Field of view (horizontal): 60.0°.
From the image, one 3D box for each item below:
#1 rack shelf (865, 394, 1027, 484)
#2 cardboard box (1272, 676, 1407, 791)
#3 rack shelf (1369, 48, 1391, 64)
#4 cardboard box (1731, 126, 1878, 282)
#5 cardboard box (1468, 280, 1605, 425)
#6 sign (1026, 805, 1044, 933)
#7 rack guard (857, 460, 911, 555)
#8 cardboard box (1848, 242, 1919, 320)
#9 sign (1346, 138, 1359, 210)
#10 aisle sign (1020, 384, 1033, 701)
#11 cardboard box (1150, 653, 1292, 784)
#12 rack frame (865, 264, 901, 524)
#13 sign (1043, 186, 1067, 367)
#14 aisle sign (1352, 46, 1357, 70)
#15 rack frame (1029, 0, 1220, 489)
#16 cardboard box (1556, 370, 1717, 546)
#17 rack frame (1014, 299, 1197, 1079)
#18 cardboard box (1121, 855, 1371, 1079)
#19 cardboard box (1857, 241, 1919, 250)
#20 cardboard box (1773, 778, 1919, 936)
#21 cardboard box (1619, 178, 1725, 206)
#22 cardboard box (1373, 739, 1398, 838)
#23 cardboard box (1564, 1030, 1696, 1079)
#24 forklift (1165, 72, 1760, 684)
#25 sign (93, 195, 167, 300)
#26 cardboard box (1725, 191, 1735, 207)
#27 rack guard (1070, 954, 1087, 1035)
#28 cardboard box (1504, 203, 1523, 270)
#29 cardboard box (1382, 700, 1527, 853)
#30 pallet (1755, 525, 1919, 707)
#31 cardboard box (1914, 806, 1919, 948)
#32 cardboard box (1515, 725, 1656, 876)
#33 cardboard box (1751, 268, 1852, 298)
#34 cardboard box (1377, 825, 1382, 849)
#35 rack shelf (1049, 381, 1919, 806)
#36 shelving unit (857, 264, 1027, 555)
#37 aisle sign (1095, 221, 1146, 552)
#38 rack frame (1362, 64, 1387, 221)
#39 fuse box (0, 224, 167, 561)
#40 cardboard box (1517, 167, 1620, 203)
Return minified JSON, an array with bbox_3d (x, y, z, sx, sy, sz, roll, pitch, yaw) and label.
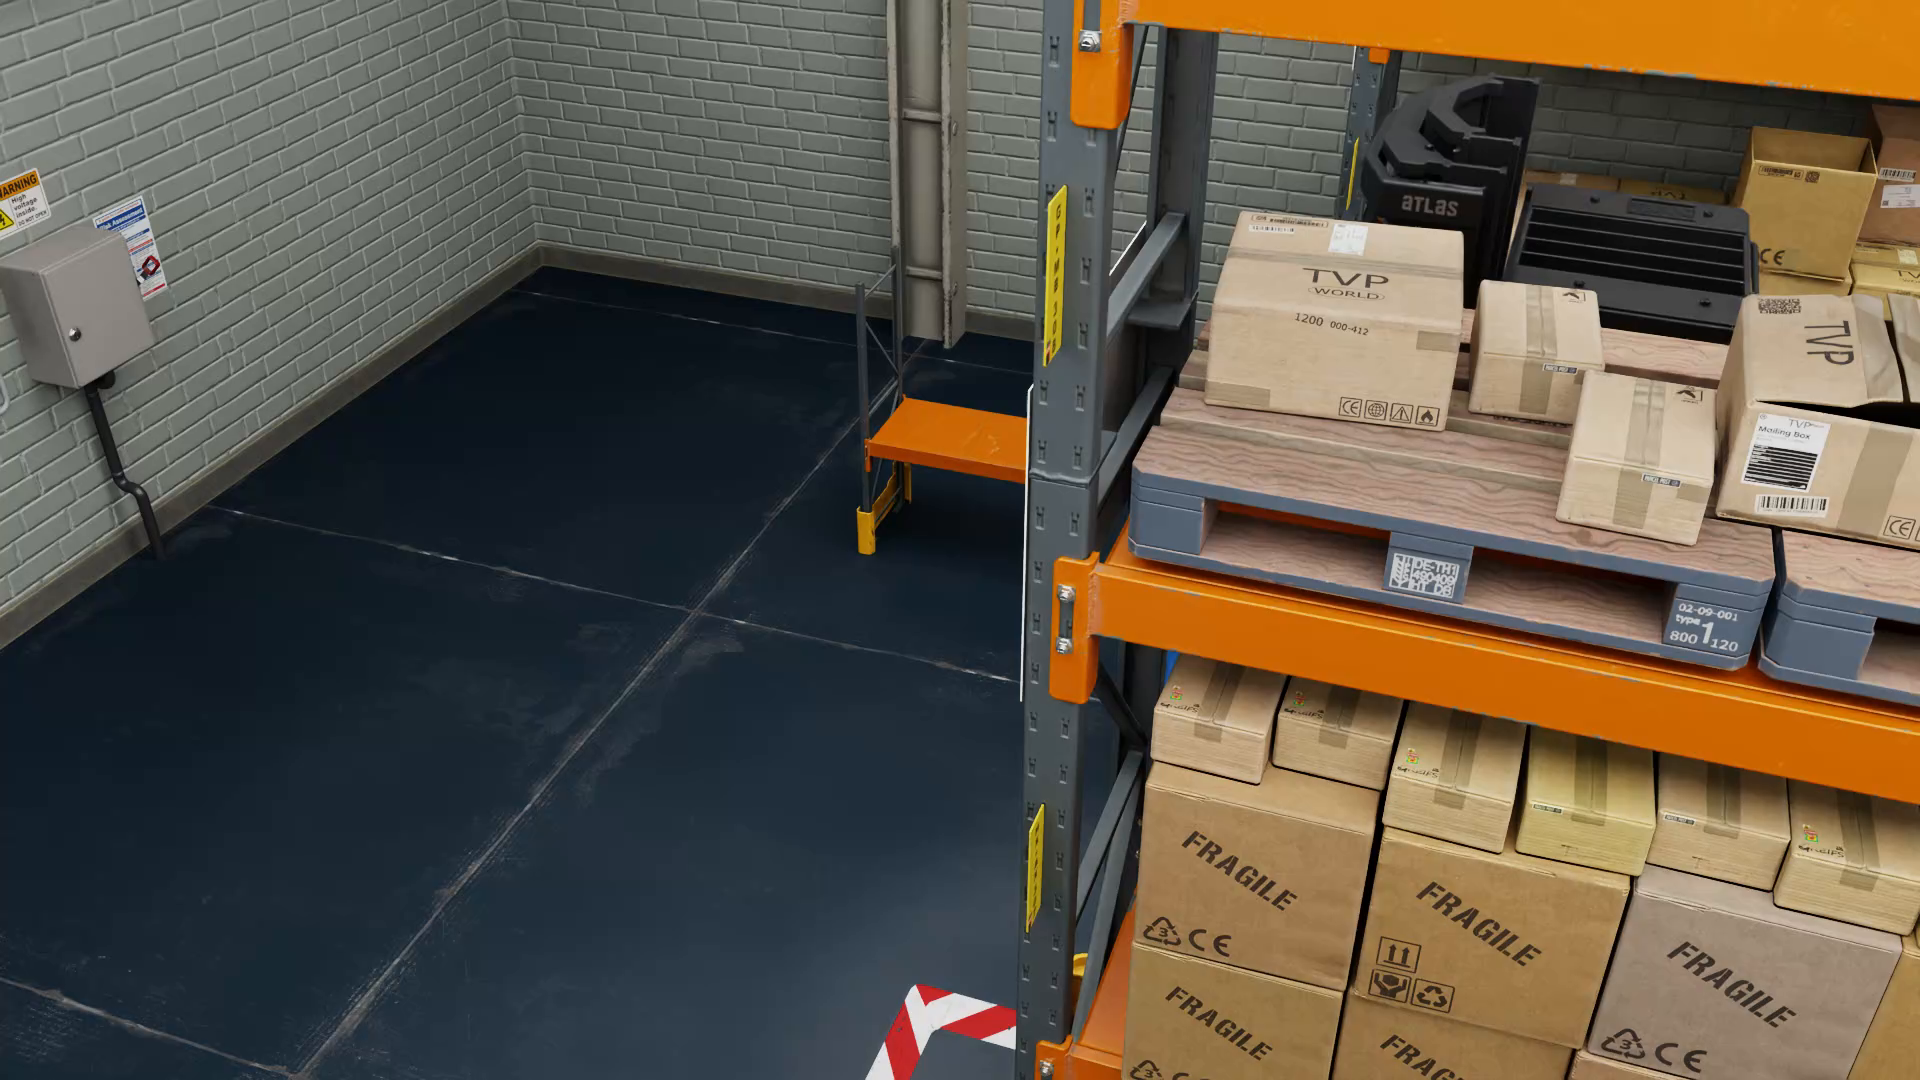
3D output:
[{"bbox_3d":[0.080,-0.463,8.417,1.000,0.185,0.538,11,34,16],"label":"rack shelf"},{"bbox_3d":[0.881,0.373,3.795,0.250,0.149,0.380,12,35,18],"label":"cardboard box"},{"bbox_3d":[3.924,-2.237,7.348,4.000,0.370,1.077,11,34,16],"label":"rack shelf"},{"bbox_3d":[3.789,-1.528,7.523,0.500,0.500,0.500,12,35,18],"label":"cardboard box"},{"bbox_3d":[1.245,-0.411,3.608,0.250,0.149,0.380,8,34,13],"label":"cardboard box"},{"bbox_3d":[0.177,0.775,3.913,0.005,0.325,0.100,11,34,16],"label":"sign"},{"bbox_3d":[-0.397,-0.182,8.802,0.087,0.250,0.587,11,34,16],"label":"rack guard"},{"bbox_3d":[4.303,-1.126,7.593,0.500,0.250,0.500,11,34,16],"label":"cardboard box"},{"bbox_3d":[1.858,-1.732,7.869,0.005,0.325,0.100,11,34,16],"label":"sign"},{"bbox_3d":[0.204,-0.068,3.692,0.004,0.787,0.394,11,34,16],"label":"aisle sign"},{"bbox_3d":[0.611,0.361,3.813,0.250,0.149,0.380,12,35,17],"label":"cardboard box"},{"bbox_3d":[-0.398,-0.708,8.464,0.013,1.308,0.475,11,34,16],"label":"rack frame"},{"bbox_3d":[0.177,-0.489,3.097,0.005,0.325,0.100,11,34,16],"label":"sign"},{"bbox_3d":[1.878,-2.600,7.615,0.004,0.787,0.394,11,34,16],"label":"aisle sign"},{"bbox_3d":[0.370,-1.631,2.979,0.127,3.000,1.000,11,34,16],"label":"rack frame"},{"bbox_3d":[1.316,-0.167,3.230,0.250,0.149,0.380,12,35,18],"label":"cardboard box"},{"bbox_3d":[0.370,0.890,4.607,0.127,3.000,1.000,11,34,16],"label":"rack frame"},{"bbox_3d":[0.725,1.082,4.216,0.500,0.500,0.500,11,34,16],"label":"cardboard box"},{"bbox_3d":[4.472,-1.388,7.998,0.500,0.250,0.500,12,35,18],"label":"cardboard box"},{"bbox_3d":[1.827,0.606,3.433,0.250,0.149,0.380,11,35,17],"label":"cardboard box"},{"bbox_3d":[3.513,-1.571,8.281,0.500,0.250,0.500,12,35,18],"label":"cardboard box"},{"bbox_3d":[0.904,0.394,4.360,0.500,0.500,0.500,12,35,18],"label":"cardboard box"},{"bbox_3d":[1.683,1.263,3.937,0.500,0.500,0.500,11,34,16],"label":"cardboard box"},{"bbox_3d":[2.226,-0.149,6.278,3.031,2.935,1.130,12,35,18],"label":"forklift"},{"bbox_3d":[-4.129,-1.426,8.281,0.001,0.494,0.329,11,34,16],"label":"sign"},{"bbox_3d":[4.005,-1.475,8.133,0.500,0.250,0.500,11,34,16],"label":"cardboard box"},{"bbox_3d":[0.347,1.935,5.291,0.348,0.500,1.175,11,34,16],"label":"rack guard"},{"bbox_3d":[2.852,-1.395,8.009,0.500,0.250,0.500,11,35,17],"label":"cardboard box"},{"bbox_3d":[1.087,0.479,3.630,0.250,0.149,0.380,12,35,18],"label":"cardboard box"},{"bbox_3d":[2.224,0.020,3.271,1.213,0.211,1.003,11,34,16],"label":"pallet"},{"bbox_3d":[2.056,0.667,3.340,0.250,0.149,0.380,10,34,15],"label":"cardboard box"},{"bbox_3d":[1.341,0.518,3.570,0.250,0.149,0.380,10,34,15],"label":"cardboard box"},{"bbox_3d":[3.819,-1.221,7.740,0.500,0.250,0.500,10,34,15],"label":"cardboard box"},{"bbox_3d":[1.380,0.900,4.498,0.500,0.500,0.500,10,34,15],"label":"cardboard box"},{"bbox_3d":[2.252,0.298,3.421,4.000,0.370,1.077,11,34,16],"label":"rack shelf"},{"bbox_3d":[0.072,-0.616,8.322,1.083,1.500,0.587,11,34,16],"label":"shelving unit"},{"bbox_3d":[0.407,-0.374,4.167,0.004,0.787,0.394,11,34,16],"label":"aisle sign"},{"bbox_3d":[2.040,-1.644,8.531,0.053,2.616,0.949,11,34,16],"label":"rack frame"},{"bbox_3d":[-4.100,-0.635,8.156,0.414,1.711,0.539,11,34,16],"label":"fuse box"},{"bbox_3d":[3.048,-1.664,8.426,0.500,0.250,0.500,11,34,17],"label":"cardboard box"}]
